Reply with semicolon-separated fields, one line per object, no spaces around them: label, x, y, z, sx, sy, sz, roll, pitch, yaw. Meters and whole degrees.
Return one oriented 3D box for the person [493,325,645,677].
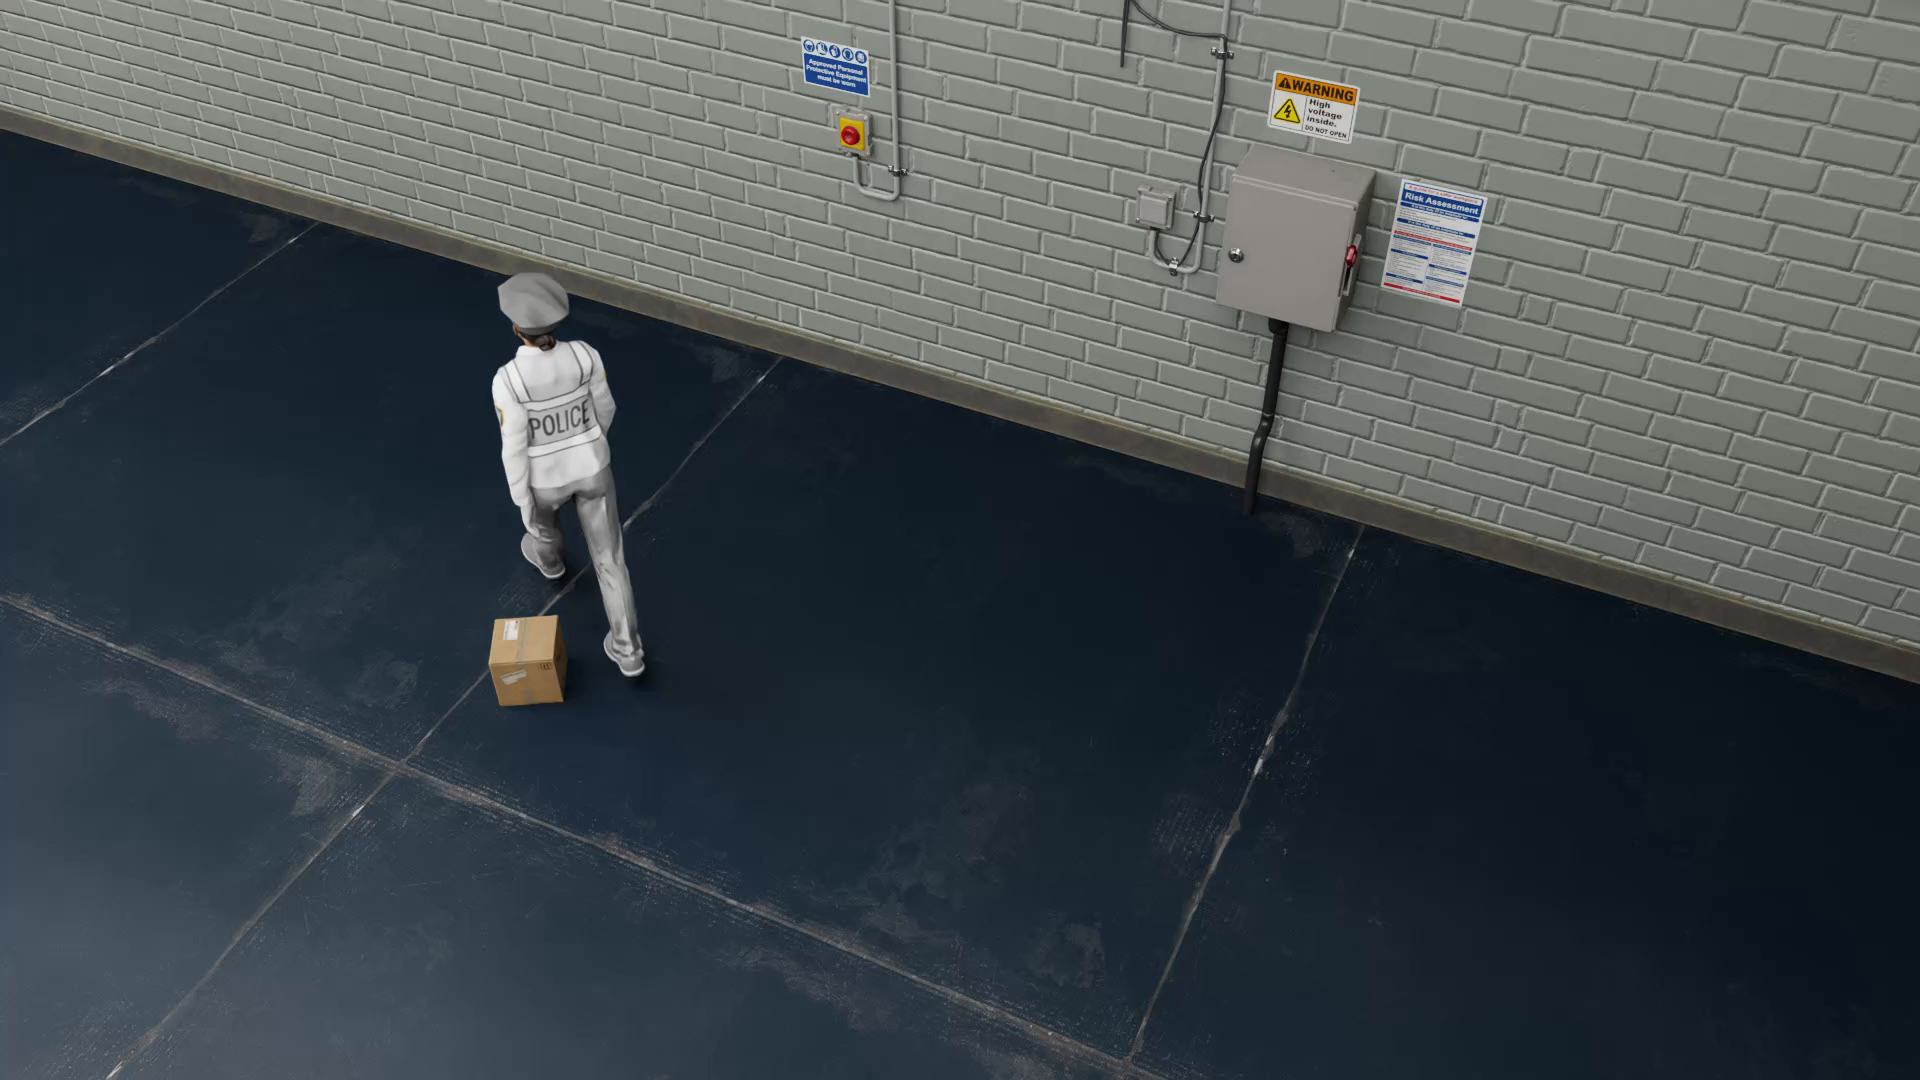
person;-1.549;-0.305;6.495;0.483;1.580;1.022;-19;45;-19
